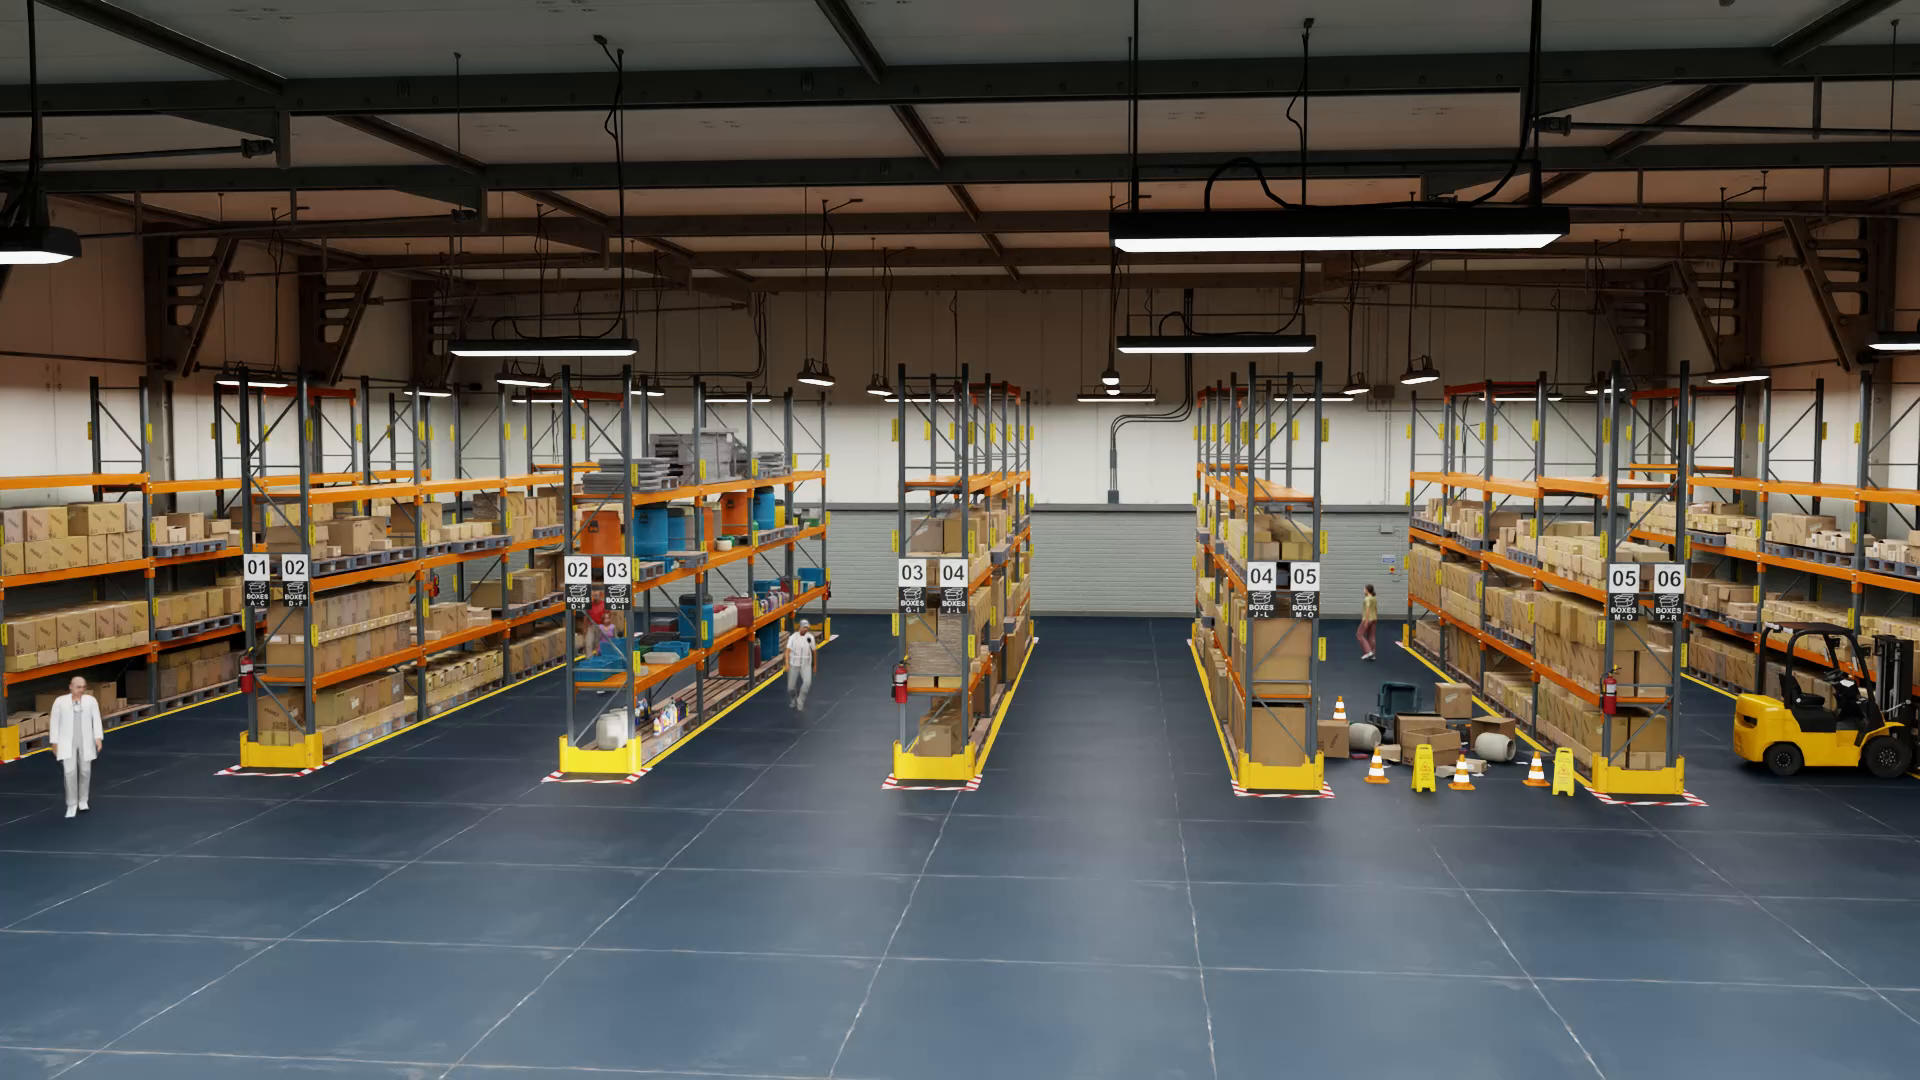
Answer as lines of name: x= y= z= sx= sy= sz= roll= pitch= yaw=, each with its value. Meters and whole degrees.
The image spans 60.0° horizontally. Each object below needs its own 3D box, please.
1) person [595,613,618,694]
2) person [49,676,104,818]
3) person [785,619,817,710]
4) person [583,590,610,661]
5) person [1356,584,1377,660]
person: x=-6.804 y=2.159 z=32.068 sx=0.474 sy=1.528 sz=1.017 roll=0 pitch=4 yaw=-5
person: x=-11.648 y=2.731 z=21.957 sx=0.611 sy=1.840 sz=0.646 roll=-3 pitch=5 yaw=-39
person: x=-2.737 y=2.136 z=28.666 sx=0.564 sy=1.549 sz=0.807 roll=-1 pitch=4 yaw=-11
person: x=-7.702 y=1.888 z=35.116 sx=0.623 sy=1.650 sz=1.087 roll=0 pitch=4 yaw=1
person: x=9.045 y=1.811 z=36.801 sx=0.399 sy=1.678 sz=0.490 roll=3 pitch=5 yaw=43
